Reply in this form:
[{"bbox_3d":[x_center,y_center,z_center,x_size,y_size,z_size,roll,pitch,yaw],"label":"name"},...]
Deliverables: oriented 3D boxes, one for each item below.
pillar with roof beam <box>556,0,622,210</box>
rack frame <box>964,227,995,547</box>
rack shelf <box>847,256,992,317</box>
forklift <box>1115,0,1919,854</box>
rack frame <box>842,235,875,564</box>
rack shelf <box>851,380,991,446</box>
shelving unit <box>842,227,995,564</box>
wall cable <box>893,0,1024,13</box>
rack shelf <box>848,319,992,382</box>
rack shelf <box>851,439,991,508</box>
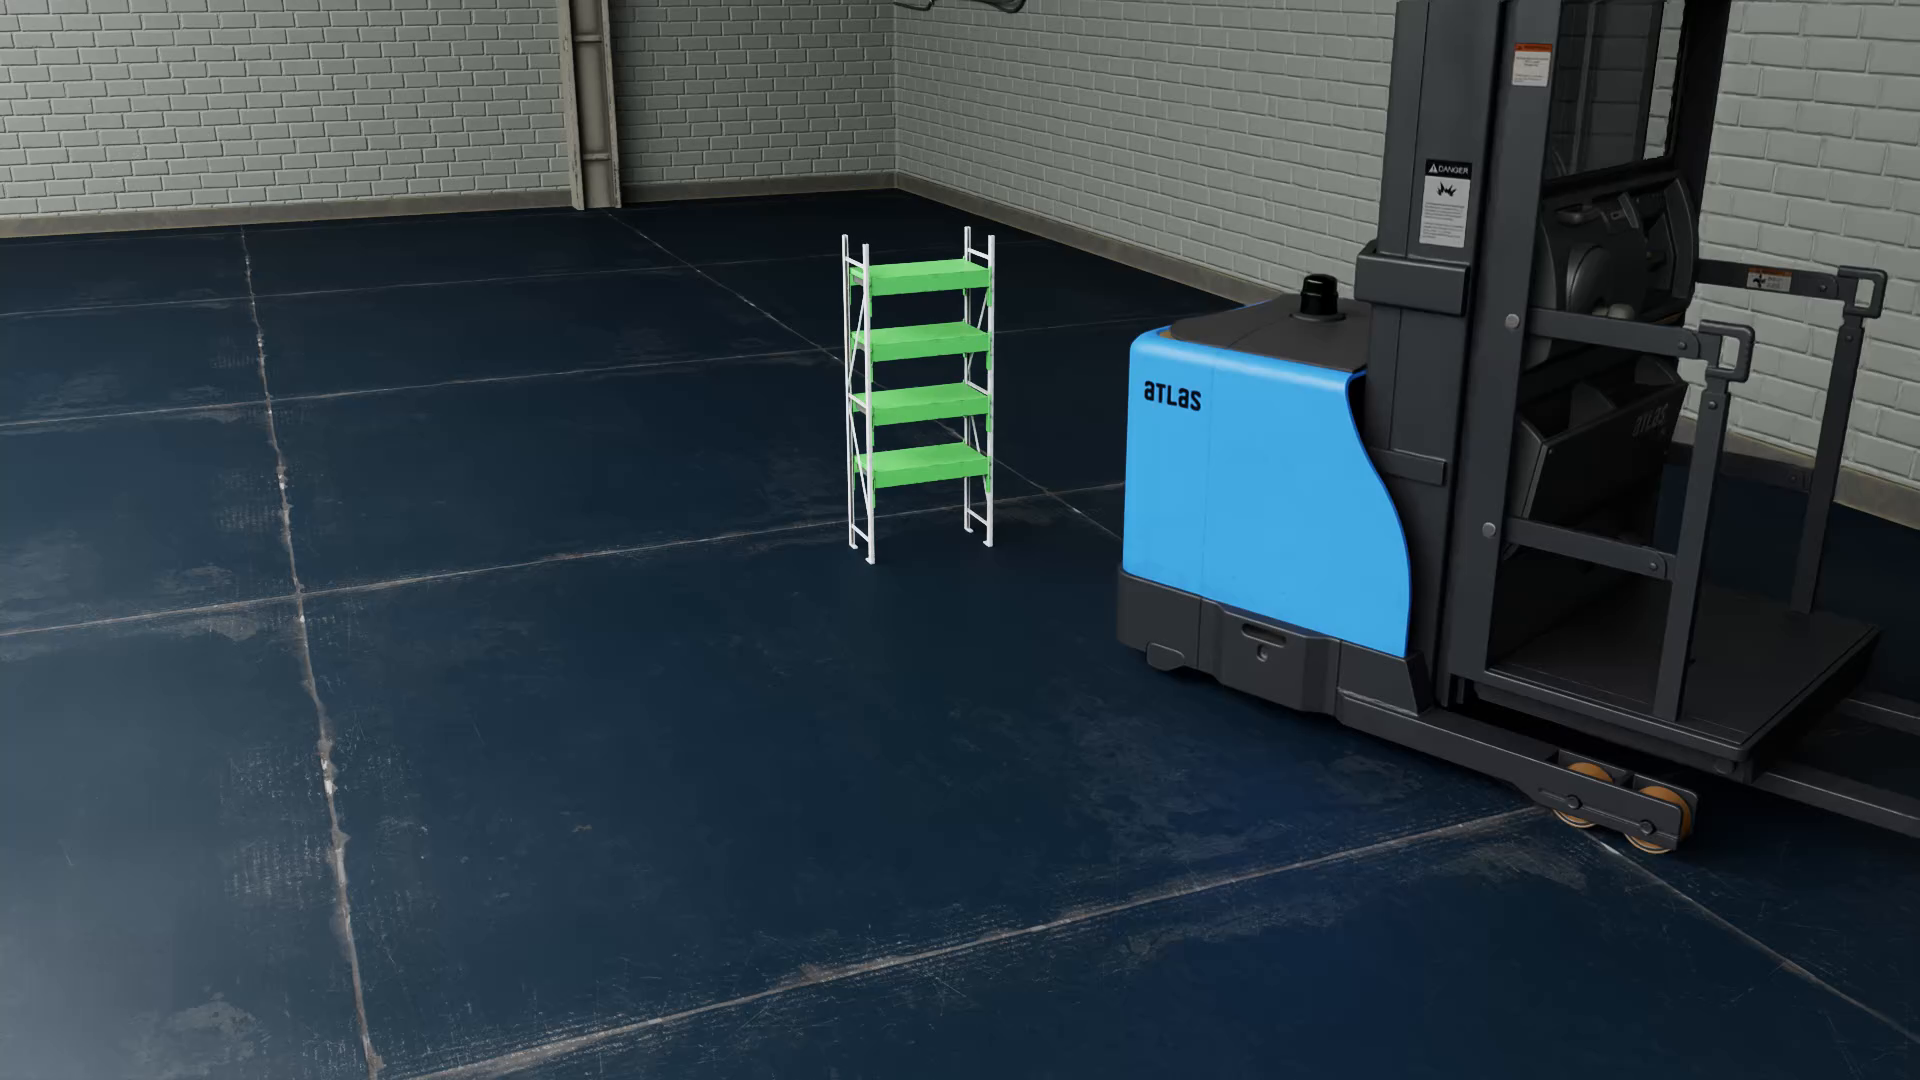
[{"bbox_3d":[-1.604,-5.970,9.929,0.400,9.000,9.100,-8,21,-22],"label":"pillar with roof beam"},{"bbox_3d":[0.072,-0.576,6.352,0.015,1.200,0.240,-8,21,-22],"label":"rack frame"},{"bbox_3d":[-0.152,-0.937,6.123,0.480,0.148,0.258,-8,21,-22],"label":"rack shelf"},{"bbox_3d":[1.920,-0.777,4.317,3.031,2.935,1.130,17,26,40],"label":"forklift"},{"bbox_3d":[-0.376,-0.512,6.170,0.015,1.200,0.240,-8,21,-22],"label":"rack frame"},{"bbox_3d":[-0.152,-0.484,6.282,0.480,0.148,0.258,-8,21,-22],"label":"rack shelf"},{"bbox_3d":[-0.152,-0.544,6.261,0.503,1.200,0.258,-8,21,-22],"label":"shelving unit"},{"bbox_3d":[-0.080,-5.803,14.129,0.112,2.526,3.097,-8,21,-22],"label":"wall cable"},{"bbox_3d":[-0.152,-0.710,6.202,0.480,0.148,0.258,-8,21,-22],"label":"rack shelf"},{"bbox_3d":[-0.152,-0.258,6.362,0.480,0.148,0.258,-8,21,-22],"label":"rack shelf"}]
